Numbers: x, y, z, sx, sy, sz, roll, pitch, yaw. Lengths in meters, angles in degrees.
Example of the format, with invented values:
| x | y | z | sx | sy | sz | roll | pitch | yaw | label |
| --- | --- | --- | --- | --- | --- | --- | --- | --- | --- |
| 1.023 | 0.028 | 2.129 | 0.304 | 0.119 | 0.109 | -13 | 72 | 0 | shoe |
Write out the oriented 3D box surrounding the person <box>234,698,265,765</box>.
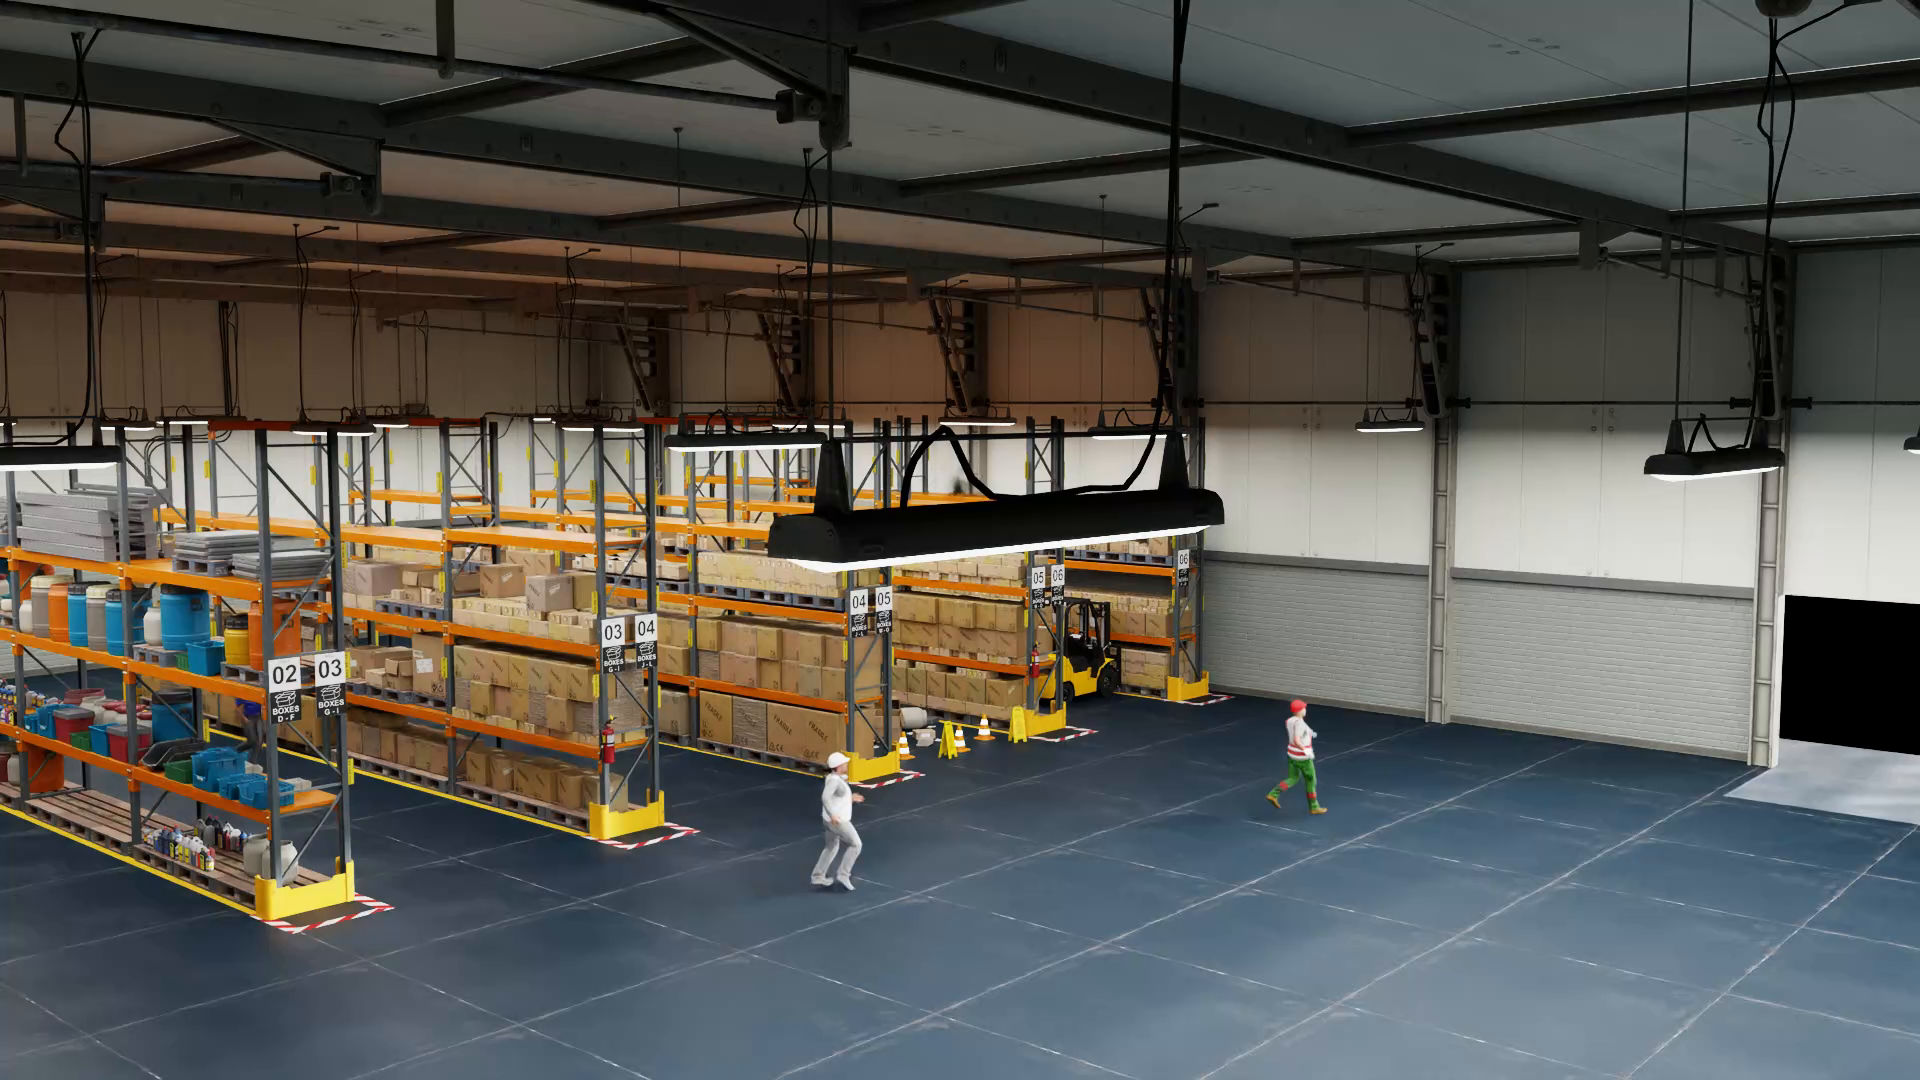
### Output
| x | y | z | sx | sy | sz | roll | pitch | yaw | label |
| --- | --- | --- | --- | --- | --- | --- | --- | --- | --- |
| -12.251 | 3.148 | 28.808 | 0.605 | 1.619 | 0.574 | 4 | 6 | 41 | person |

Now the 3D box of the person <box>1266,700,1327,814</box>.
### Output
| x | y | z | sx | sy | sz | roll | pitch | yaw | label |
| --- | --- | --- | --- | --- | --- | --- | --- | --- | --- |
| 5.172 | 3.317 | 25.413 | 0.981 | 1.768 | 0.665 | -1 | 5 | -17 | person |

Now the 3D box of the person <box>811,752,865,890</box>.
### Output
| x | y | z | sx | sy | sz | roll | pitch | yaw | label |
| --- | --- | --- | --- | --- | --- | --- | --- | --- | --- |
| -1.583 | 3.663 | 21.658 | 0.746 | 1.813 | 0.647 | -2 | 5 | -20 | person |
